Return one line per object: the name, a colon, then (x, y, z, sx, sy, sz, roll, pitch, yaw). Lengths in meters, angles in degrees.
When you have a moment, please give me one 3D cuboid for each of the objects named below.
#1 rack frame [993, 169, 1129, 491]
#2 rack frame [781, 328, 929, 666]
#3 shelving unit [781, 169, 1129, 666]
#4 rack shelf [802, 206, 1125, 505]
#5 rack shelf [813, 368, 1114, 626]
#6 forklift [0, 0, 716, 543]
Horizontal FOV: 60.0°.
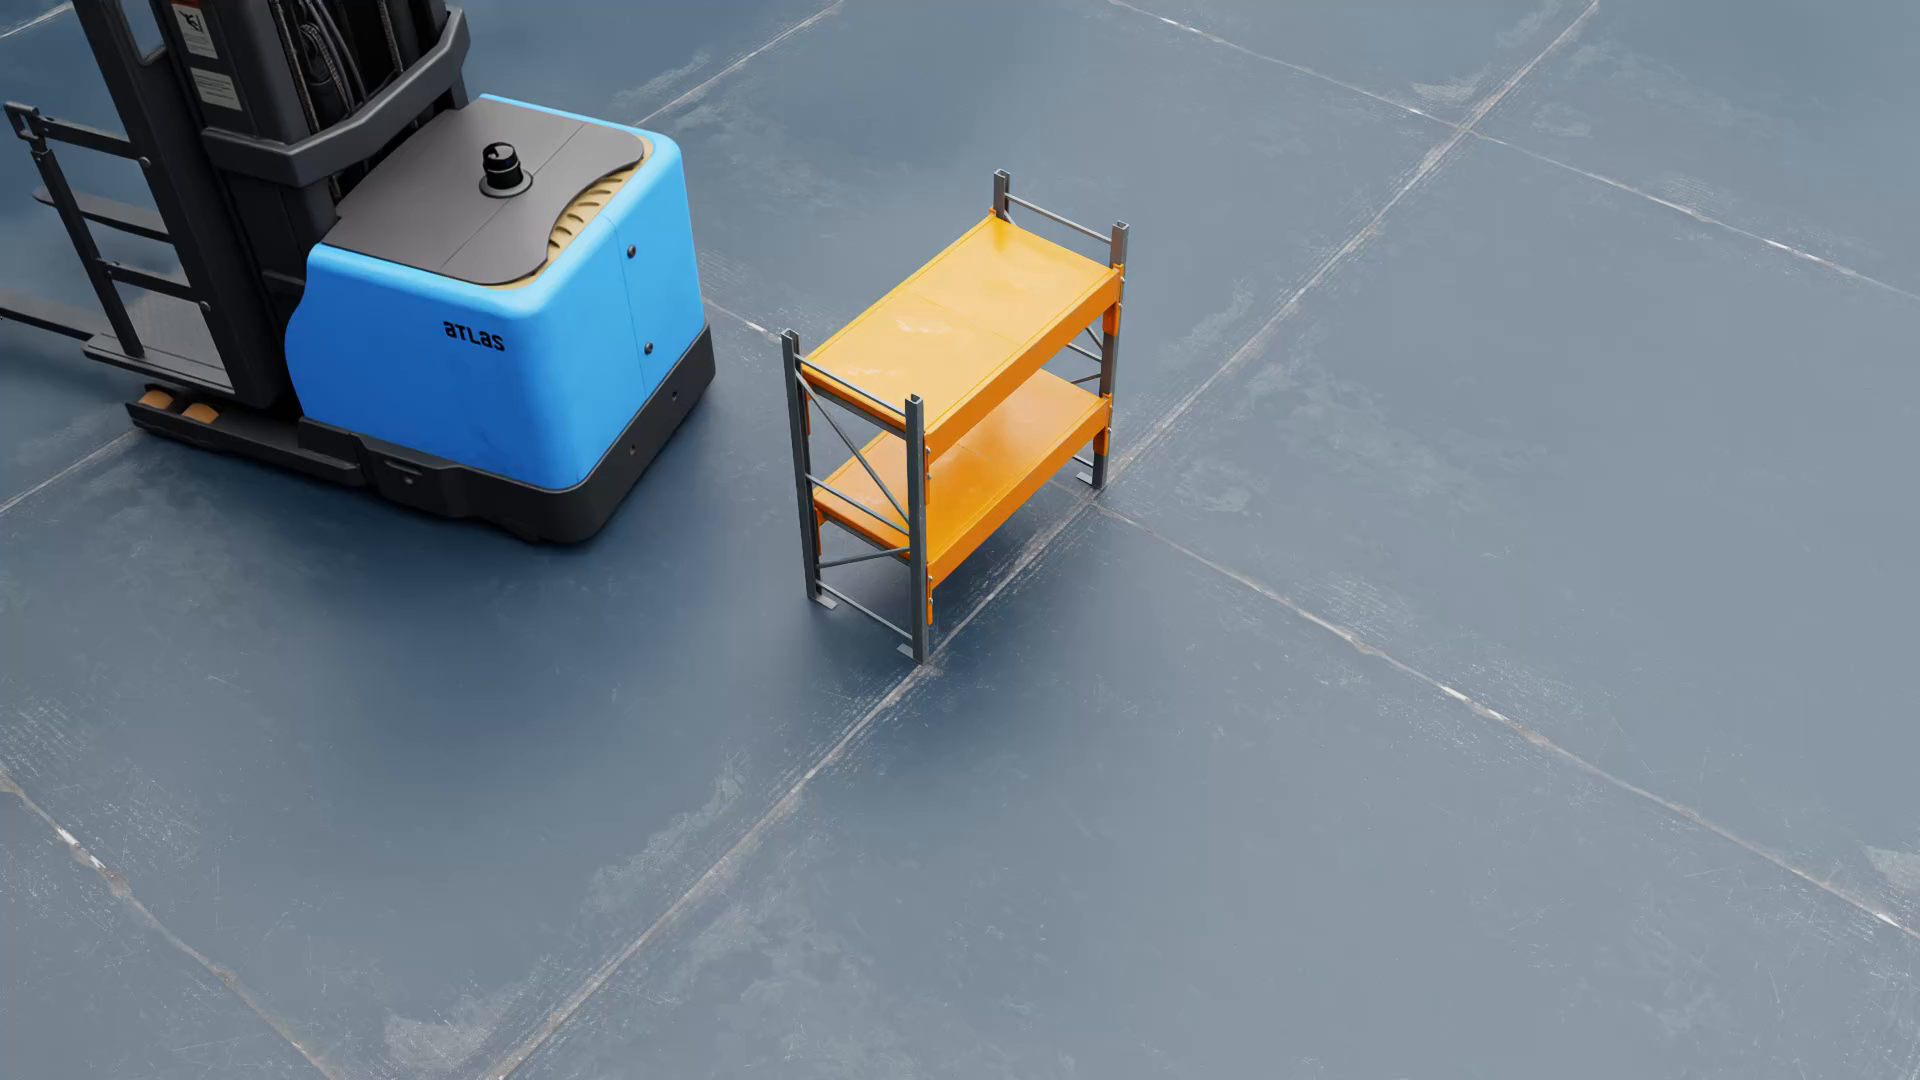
rack frame: (0.315, -0.683, 5.625, 0.500, 1.125, 0.032, 29, 53, 25)
rack frame: (-0.307, -0.102, 5.069, 0.500, 1.125, 0.032, 29, 53, 25)
shelving unit: (0.004, -0.392, 5.347, 0.538, 1.125, 1.048, 29, 53, 25)
rack shelf: (0.004, -0.595, 5.135, 0.538, 0.278, 1.000, 29, 53, 25)
rack shelf: (0.004, -0.224, 5.524, 0.538, 0.278, 1.000, 29, 53, 25)
forklift: (-2.488, -1.684, 5.332, 3.031, 2.935, 1.130, 16, 48, 15)
